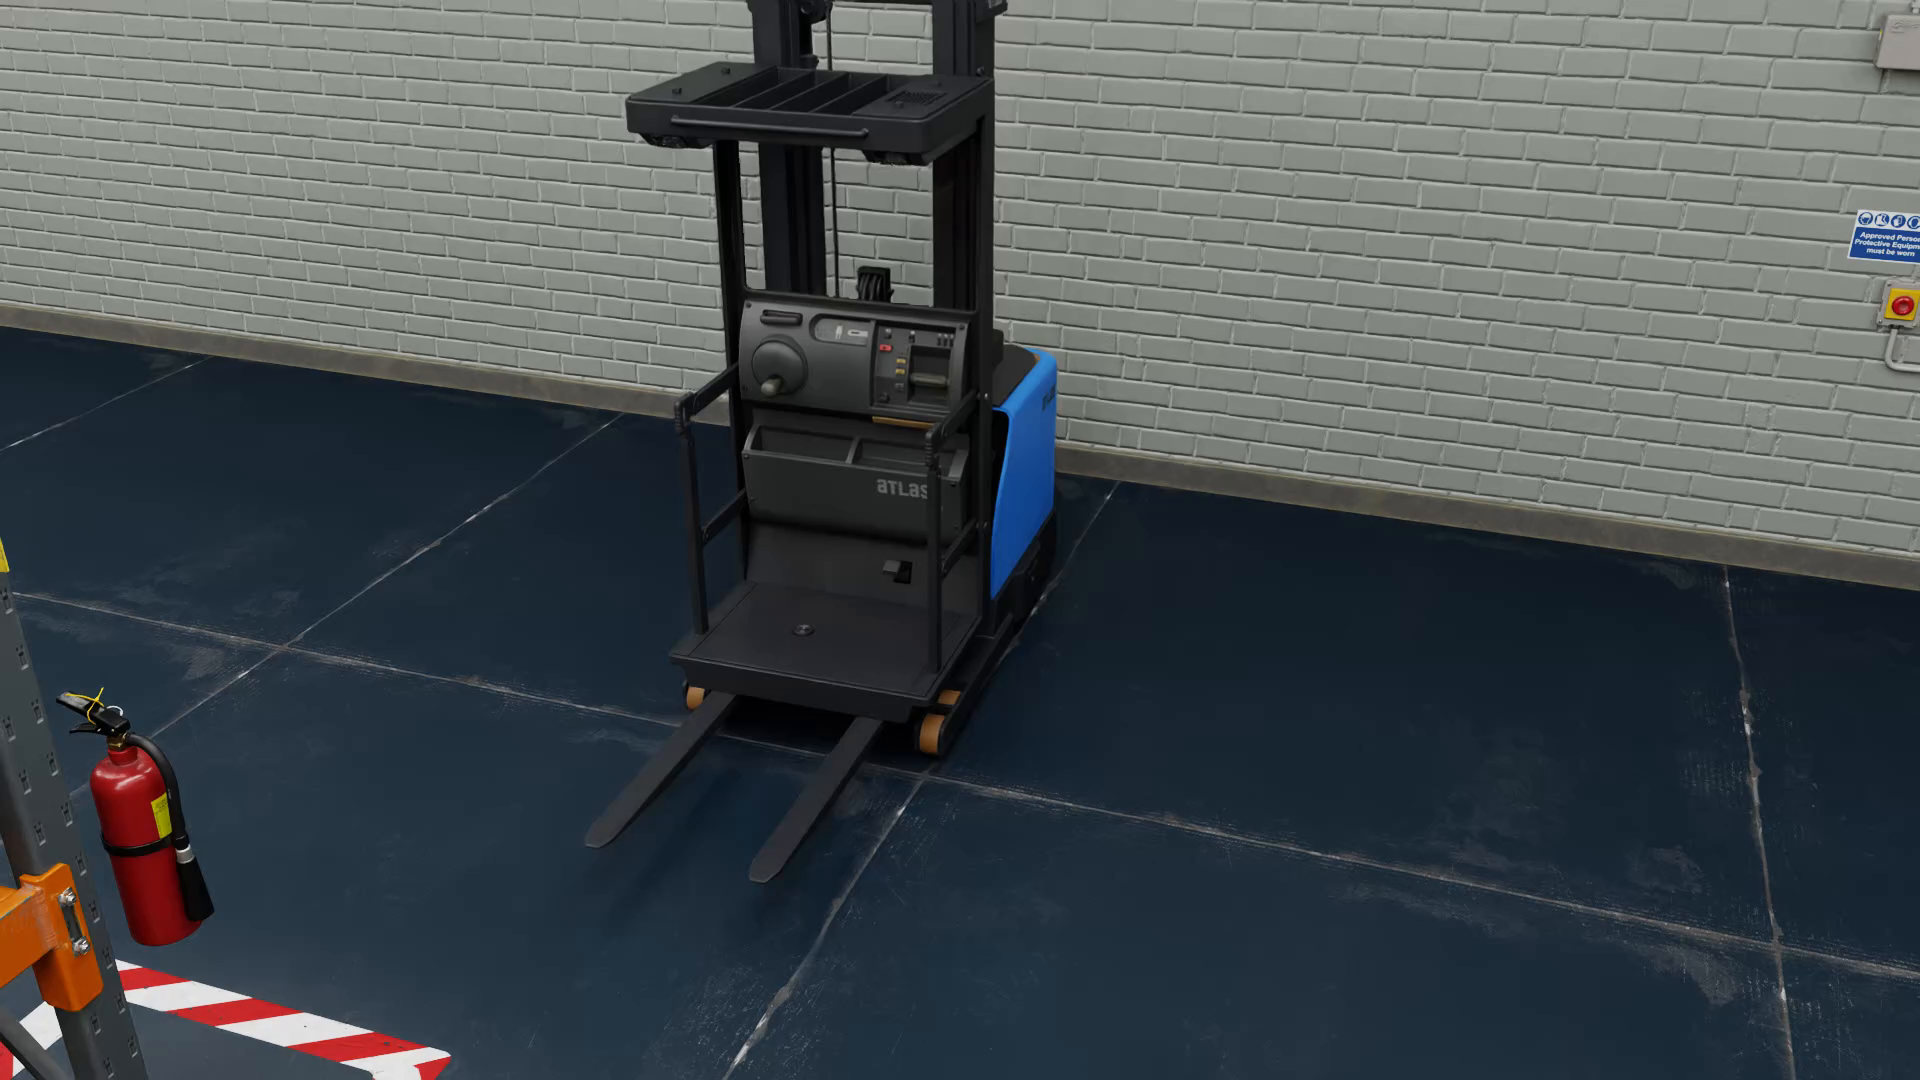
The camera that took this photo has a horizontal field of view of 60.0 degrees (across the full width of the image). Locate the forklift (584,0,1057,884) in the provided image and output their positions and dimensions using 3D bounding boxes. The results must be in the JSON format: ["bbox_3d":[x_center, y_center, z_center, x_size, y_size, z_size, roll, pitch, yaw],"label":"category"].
[{"bbox_3d":[-0.484,-0.671,6.273,1.130,2.935,3.031,8,27,16],"label":"forklift"}]

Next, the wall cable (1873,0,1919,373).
[{"bbox_3d":[4.074,-1.629,6.970,0.585,1.953,0.123,9,27,17],"label":"wall cable"}]

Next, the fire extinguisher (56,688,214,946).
[{"bbox_3d":[-1.963,0.653,3.976,0.296,0.674,0.183,9,27,17],"label":"fire extinguisher"}]

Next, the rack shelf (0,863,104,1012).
[{"bbox_3d":[-3.148,1.633,2.262,1.077,0.370,4.000,9,27,17],"label":"rack shelf"}]

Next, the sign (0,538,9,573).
[{"bbox_3d":[-1.965,-0.088,3.298,0.100,0.325,0.005,9,27,17],"label":"sign"}]

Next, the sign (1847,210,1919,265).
[{"bbox_3d":[4.049,-1.311,7.206,0.327,0.218,0.001,9,27,17],"label":"sign"}]
